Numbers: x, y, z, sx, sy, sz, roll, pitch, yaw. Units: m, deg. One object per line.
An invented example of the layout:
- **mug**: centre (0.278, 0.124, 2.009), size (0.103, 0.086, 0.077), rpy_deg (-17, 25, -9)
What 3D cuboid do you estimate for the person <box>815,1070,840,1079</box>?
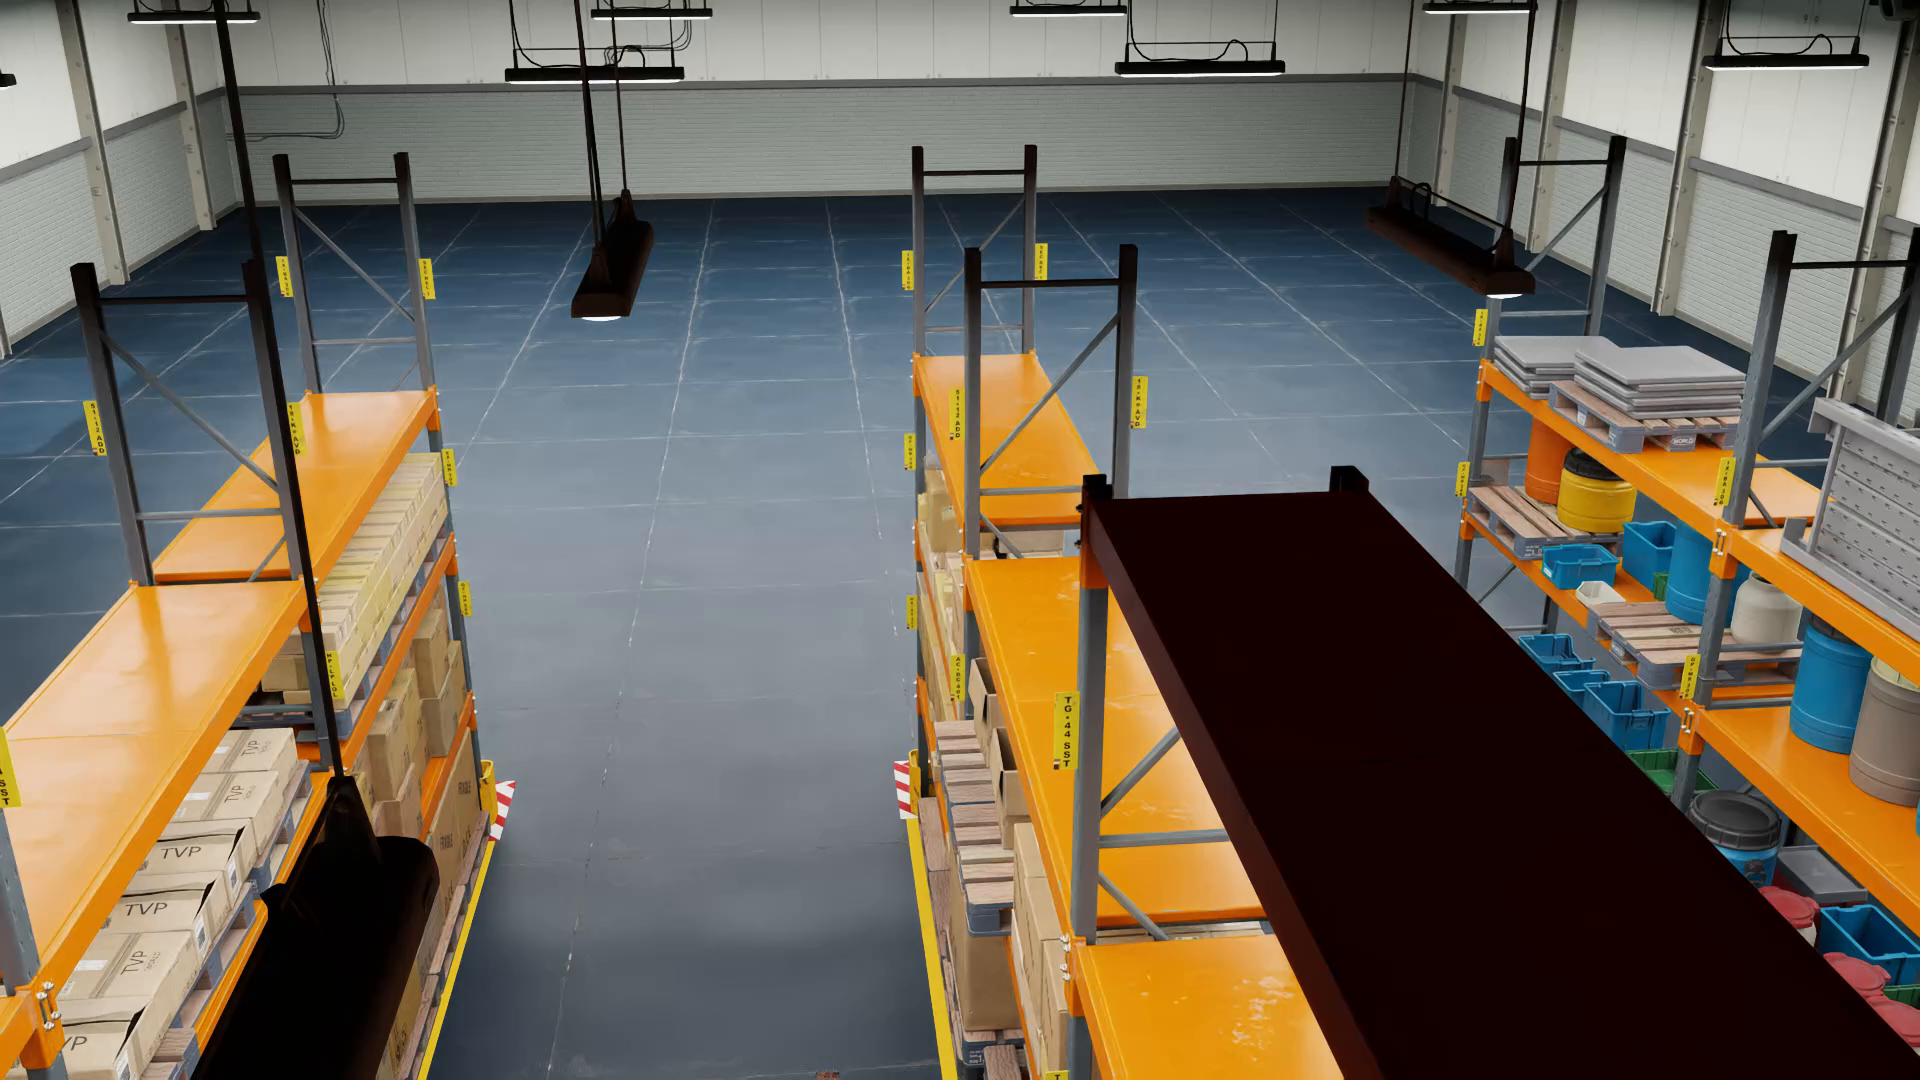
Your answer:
- **person**: centre (-0.747, 3.798, 9.922), size (0.458, 1.533, 0.994), rpy_deg (-3, 22, -7)
